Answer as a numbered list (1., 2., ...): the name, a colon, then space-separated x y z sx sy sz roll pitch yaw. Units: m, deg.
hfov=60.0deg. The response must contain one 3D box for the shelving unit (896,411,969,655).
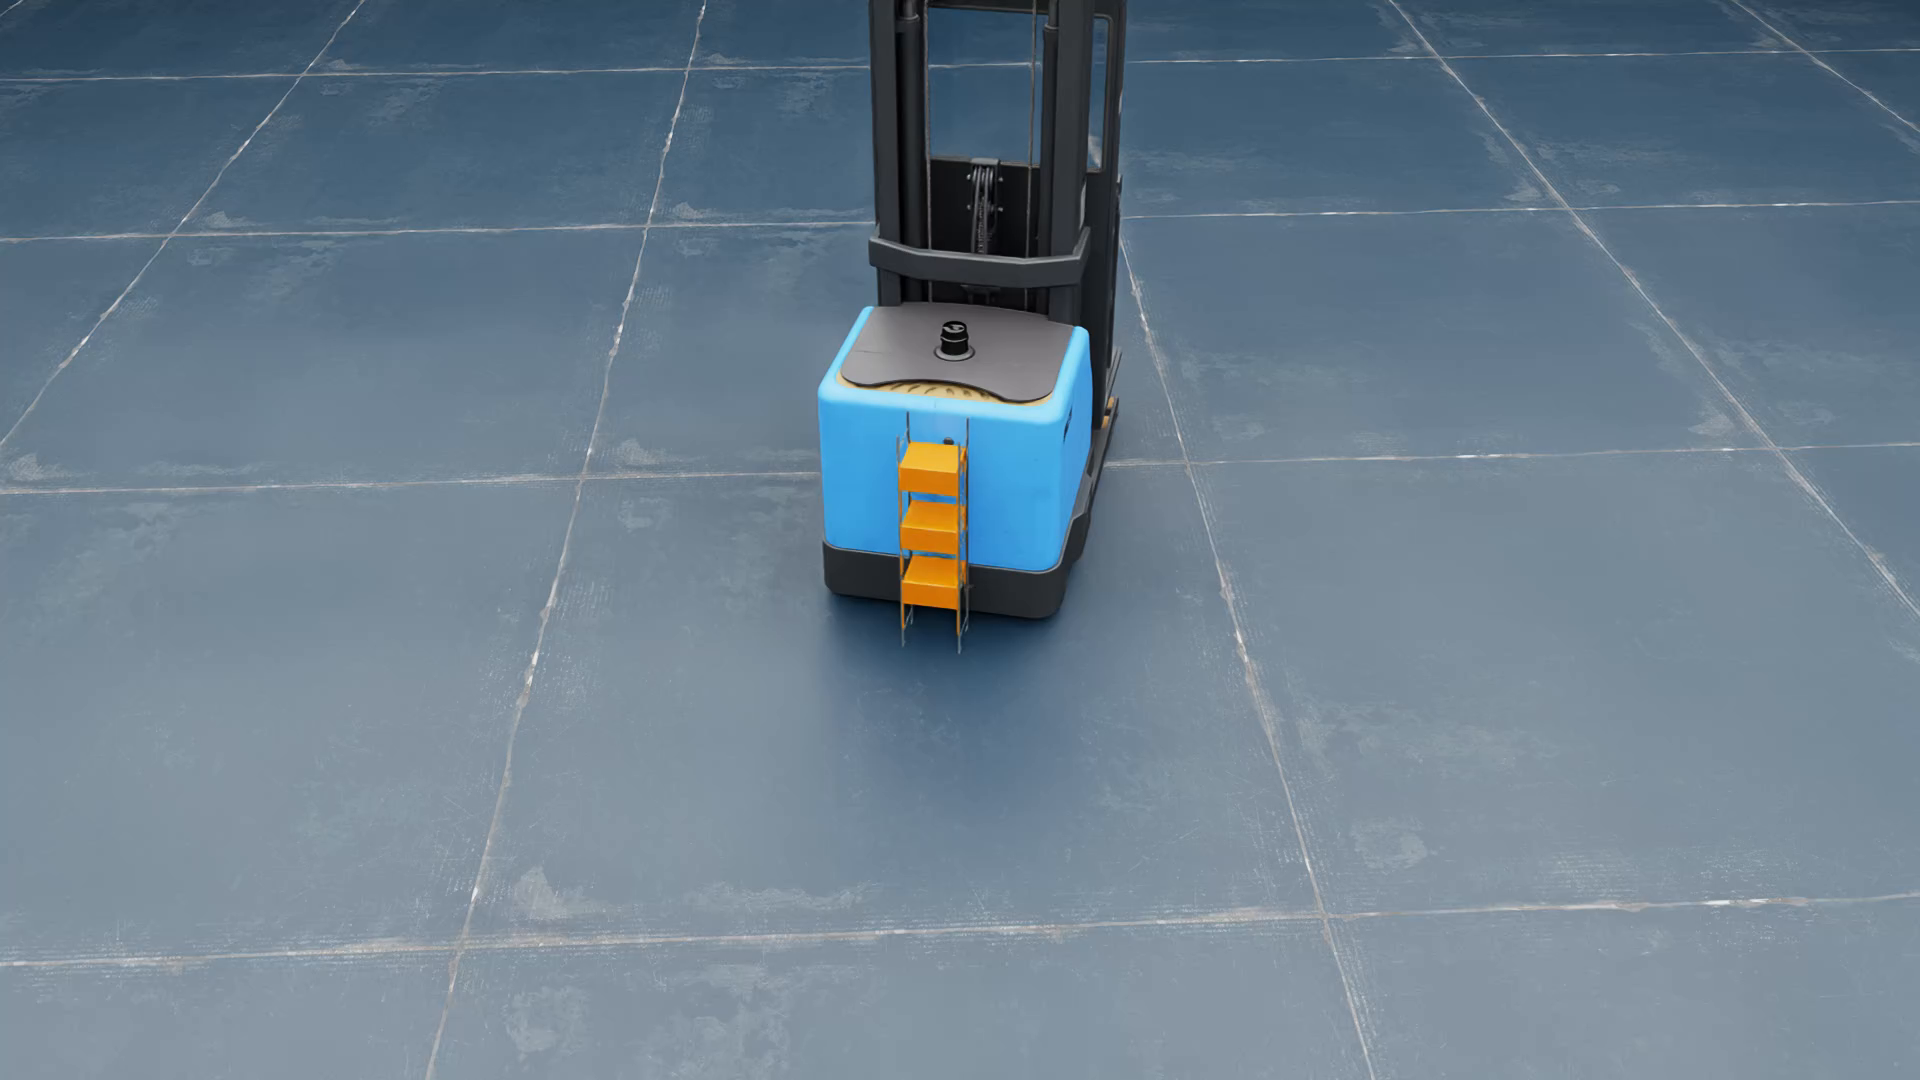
1. shelving unit: -0.106 -0.015 6.849 0.252 1.050 0.215 6 35 9

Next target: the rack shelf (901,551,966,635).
1. rack shelf: -0.106 0.222 7.014 0.240 0.259 0.215 6 35 9

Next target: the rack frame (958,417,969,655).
1. rack frame: 0.014 -0.002 6.830 0.008 1.050 0.200 6 35 9

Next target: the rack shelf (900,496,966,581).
1. rack shelf: -0.106 -0.007 6.856 0.240 0.259 0.215 6 35 9

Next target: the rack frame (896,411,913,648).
1. rack frame: -0.225 -0.029 6.869 0.008 1.050 0.200 6 35 9

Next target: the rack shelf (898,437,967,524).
1. rack shelf: -0.106 -0.240 6.694 0.240 0.259 0.215 6 35 9

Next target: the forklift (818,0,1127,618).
1. forklift: 0.206 -1.702 7.634 1.130 2.935 3.031 7 35 10
